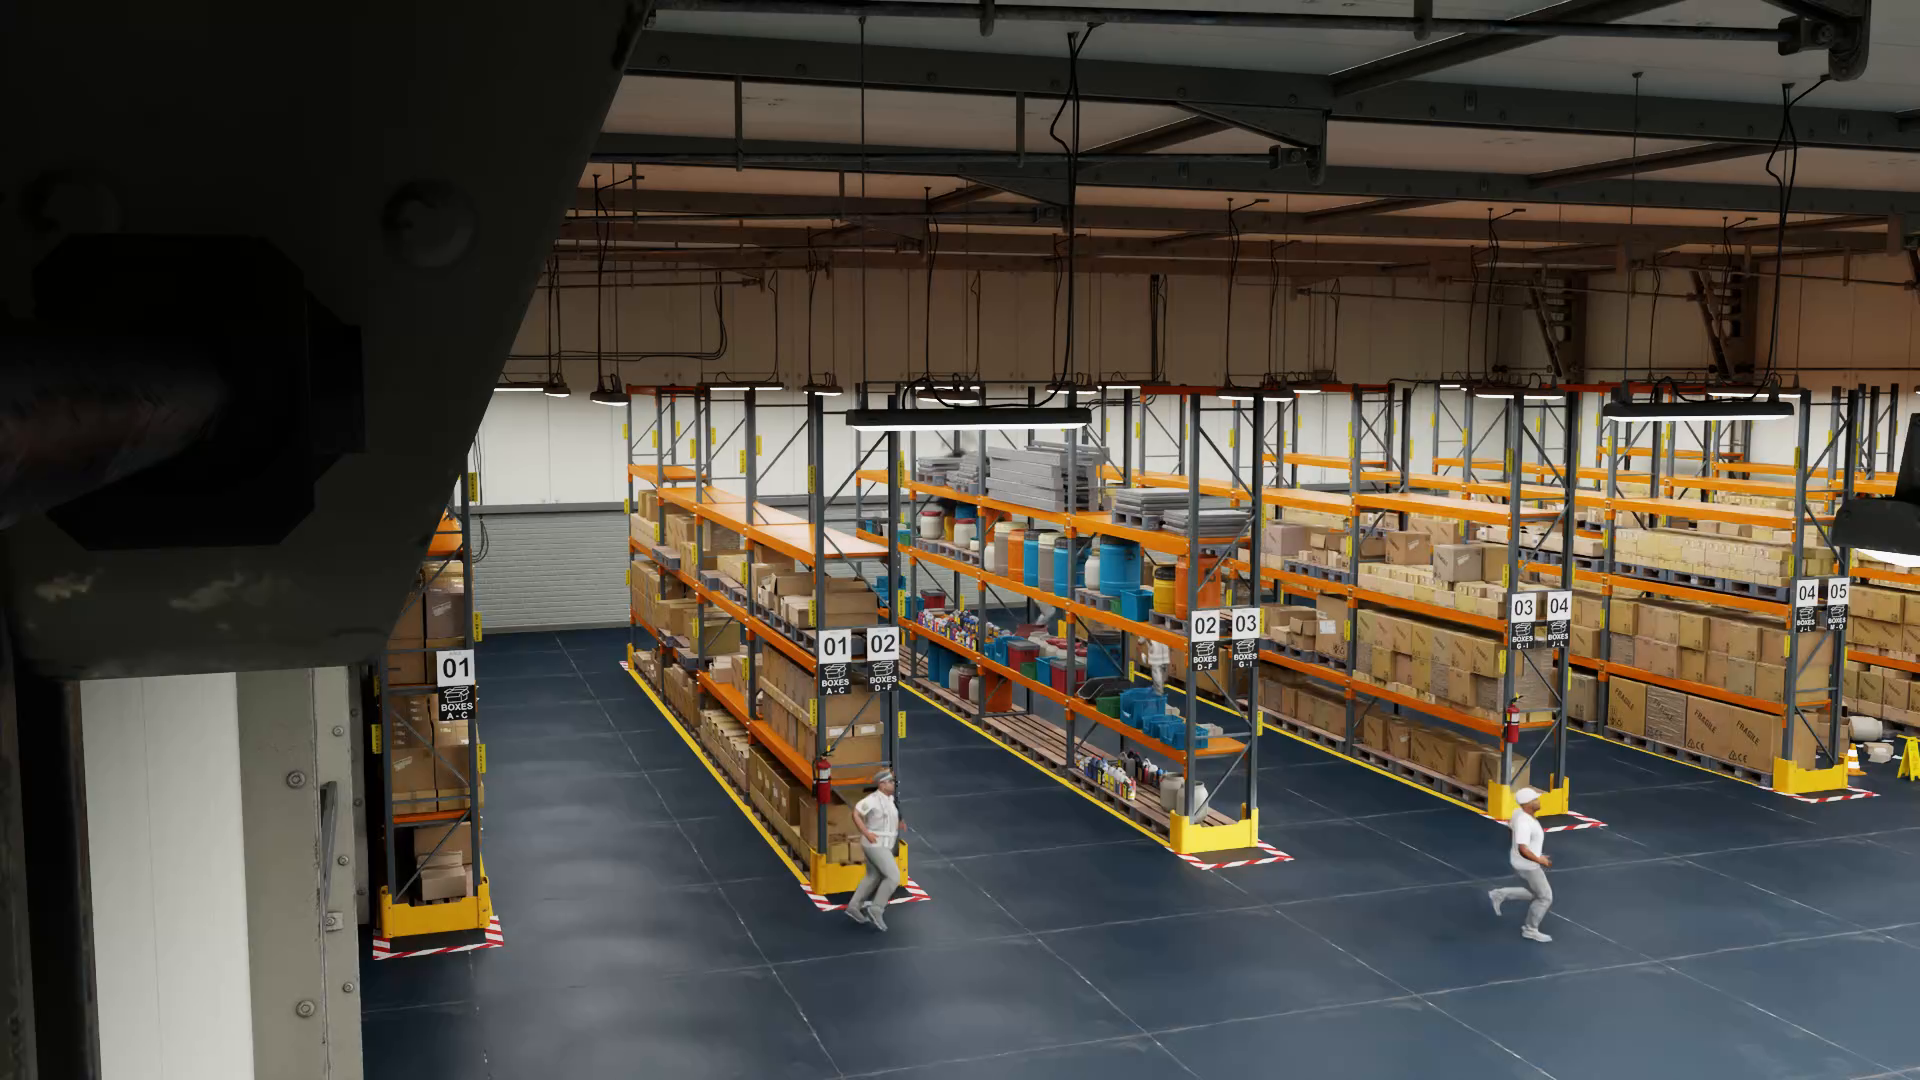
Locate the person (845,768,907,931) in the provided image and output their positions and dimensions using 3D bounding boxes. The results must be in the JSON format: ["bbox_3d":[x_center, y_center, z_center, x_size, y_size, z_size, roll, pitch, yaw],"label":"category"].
[{"bbox_3d":[-0.941,3.507,19.023,0.685,1.804,0.677,1,6,11],"label":"person"}]

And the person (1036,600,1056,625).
[{"bbox_3d":[2.031,1.421,39.719,0.550,1.631,0.567,0,6,1],"label":"person"}]

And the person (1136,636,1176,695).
[{"bbox_3d":[3.644,2.270,30.498,0.687,1.766,1.001,-3,7,-27],"label":"person"}]

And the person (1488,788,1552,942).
[{"bbox_3d":[6.268,3.587,18.459,0.606,1.707,0.720,1,6,8],"label":"person"}]
